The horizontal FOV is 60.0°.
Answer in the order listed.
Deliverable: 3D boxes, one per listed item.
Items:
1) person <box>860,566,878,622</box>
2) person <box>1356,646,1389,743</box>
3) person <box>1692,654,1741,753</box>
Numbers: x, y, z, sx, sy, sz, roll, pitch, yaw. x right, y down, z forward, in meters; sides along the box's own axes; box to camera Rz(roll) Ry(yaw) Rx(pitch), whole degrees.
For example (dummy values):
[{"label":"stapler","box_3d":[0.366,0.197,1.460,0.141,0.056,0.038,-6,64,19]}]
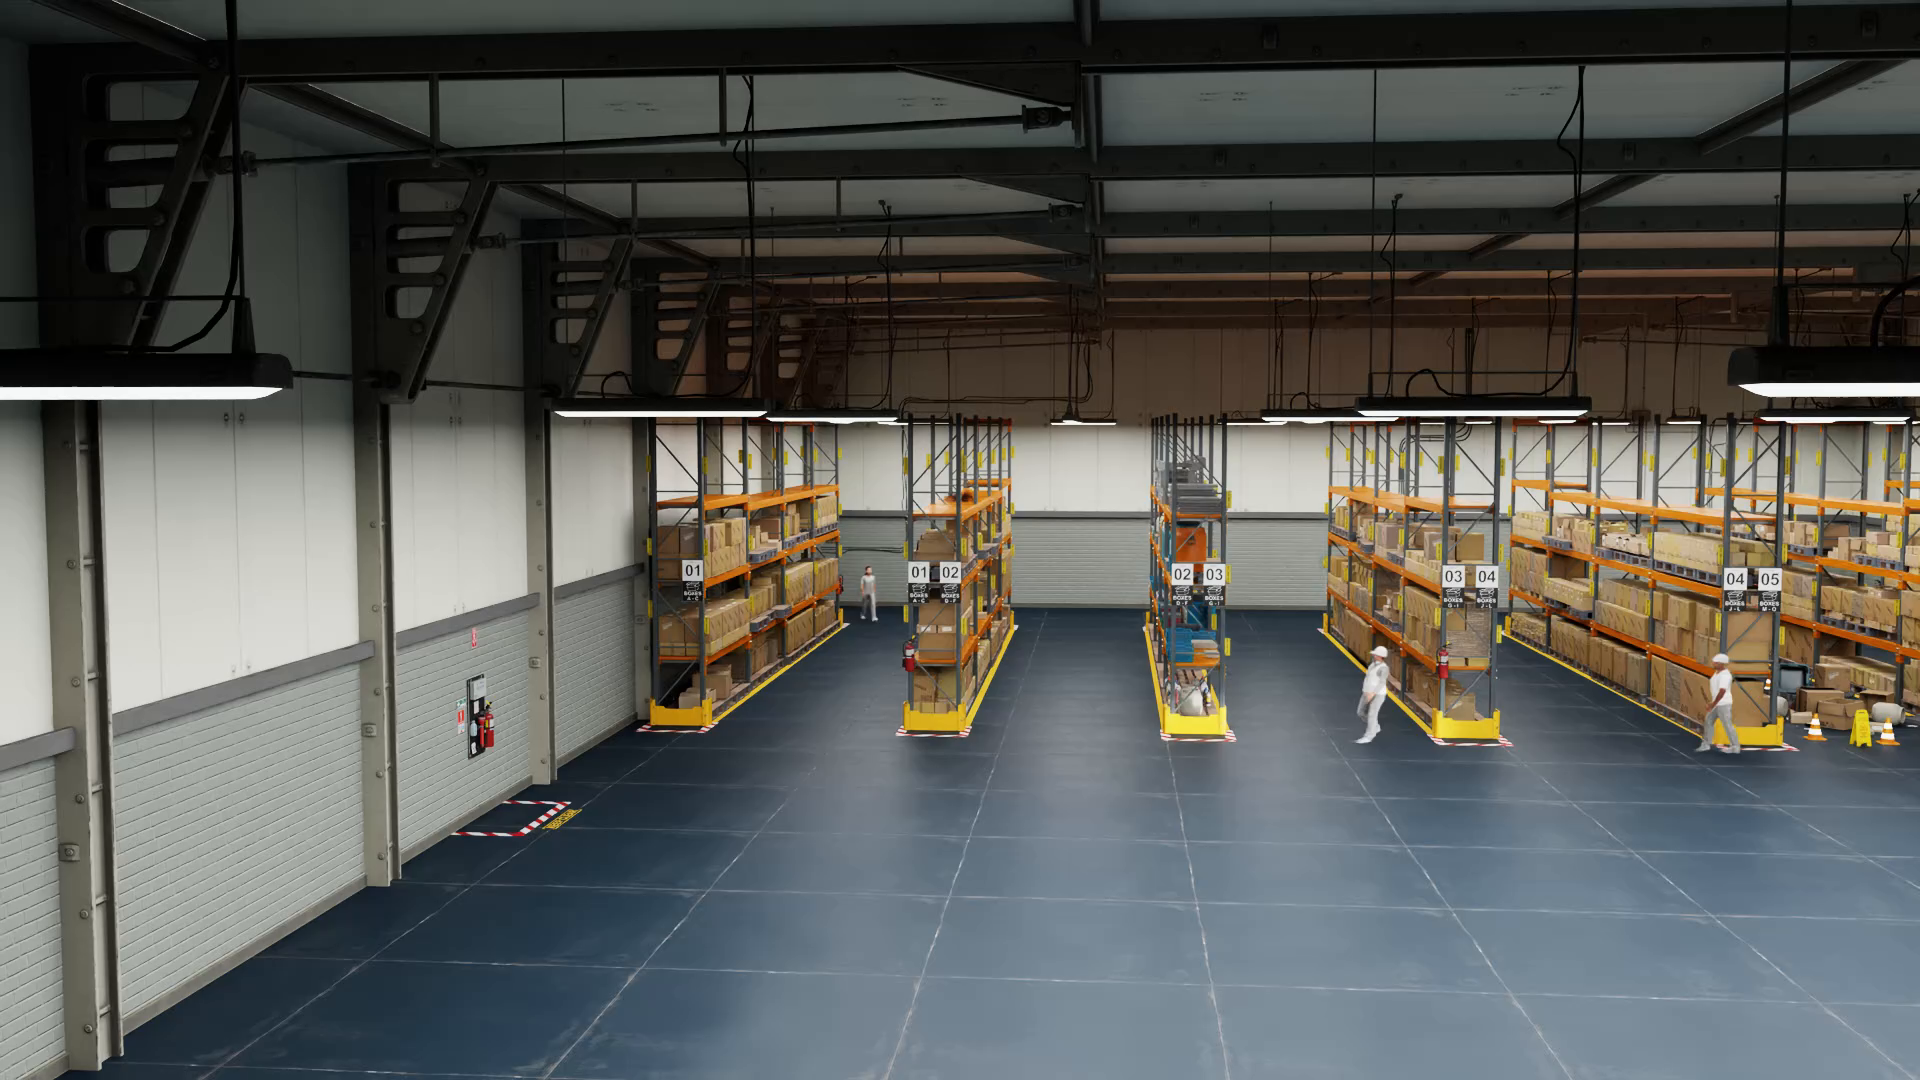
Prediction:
[{"label":"person","box_3d":[-2.702,1.587,49.185,0.470,1.617,1.060,-1,4,-20]},{"label":"person","box_3d":[7.471,2.806,30.257,0.627,1.753,0.595,-2,4,-28]},{"label":"person","box_3d":[13.317,2.892,29.195,0.747,1.798,0.654,1,4,16]}]
